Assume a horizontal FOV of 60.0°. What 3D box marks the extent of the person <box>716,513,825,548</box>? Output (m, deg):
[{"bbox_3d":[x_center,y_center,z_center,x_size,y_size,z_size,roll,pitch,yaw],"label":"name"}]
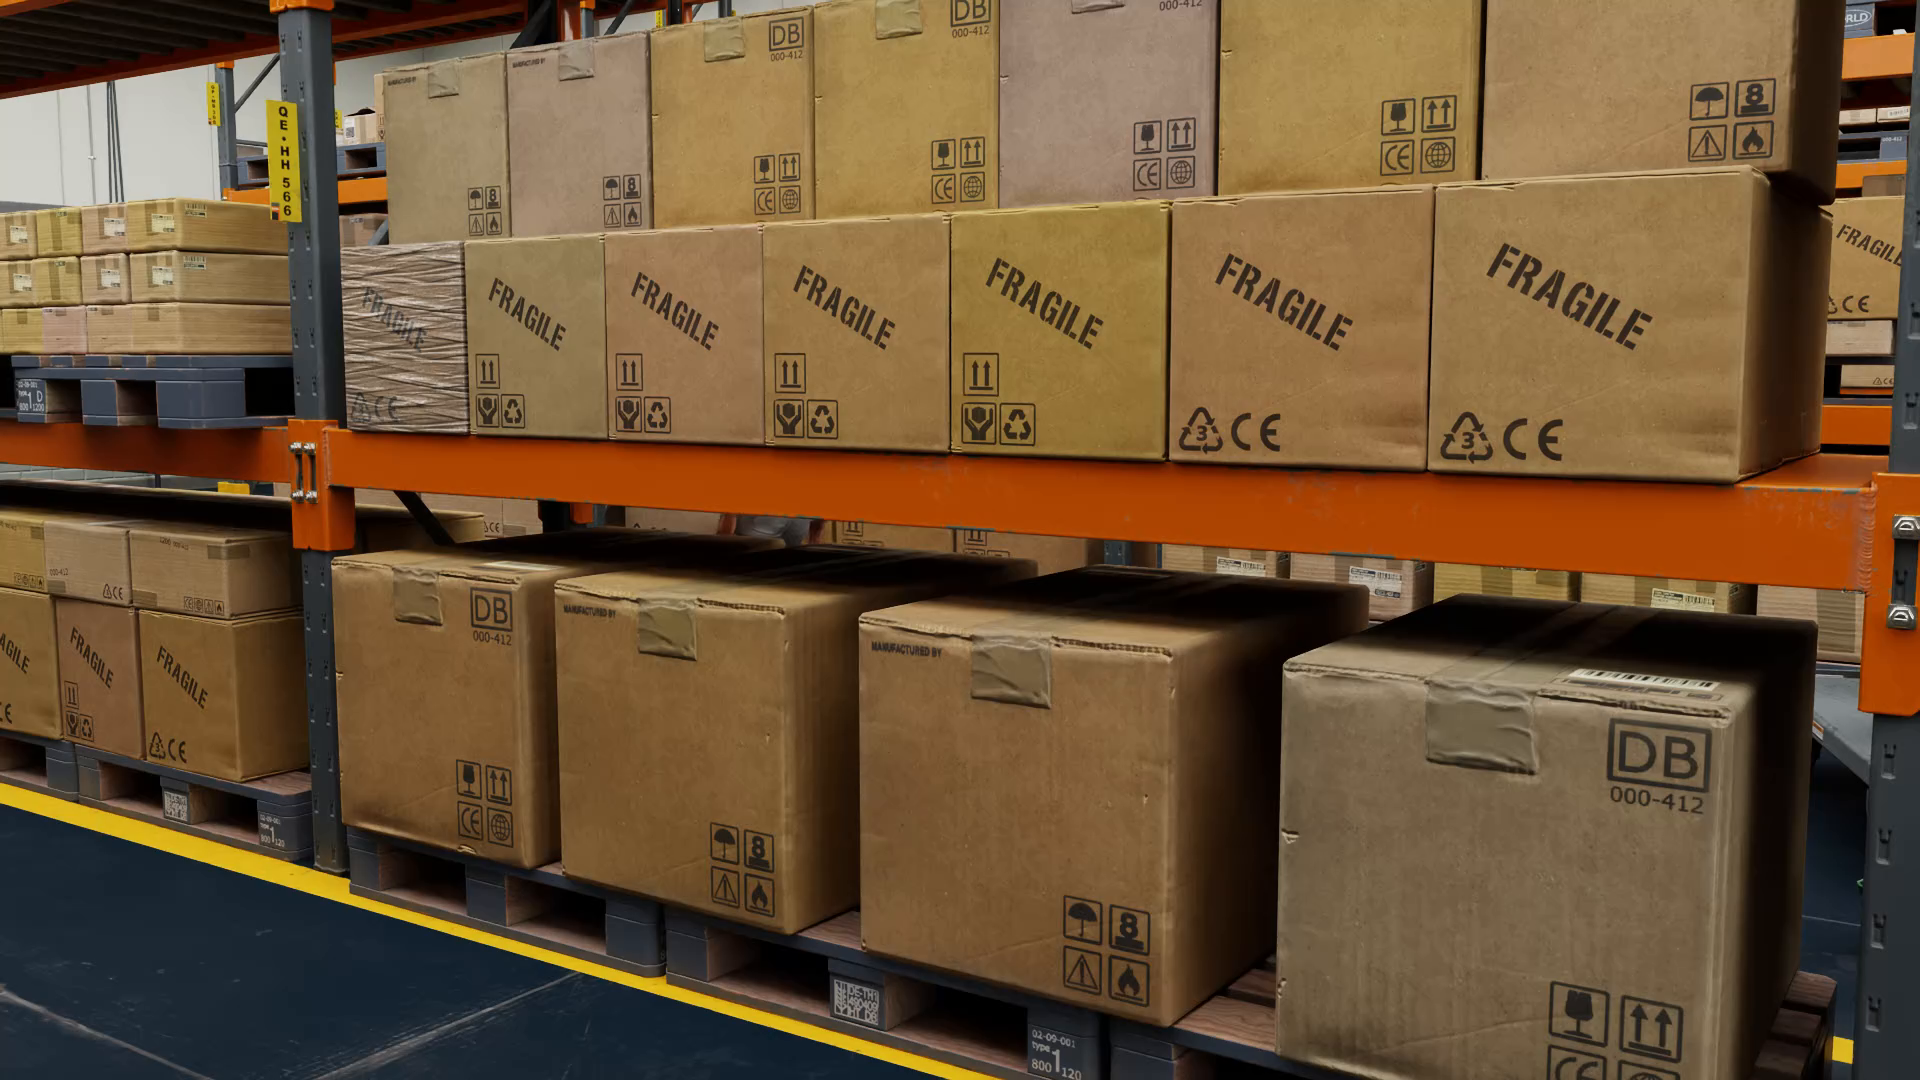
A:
[{"bbox_3d":[-0.878,-0.143,6.935,0.742,1.763,0.557,5,8,37],"label":"person"}]
